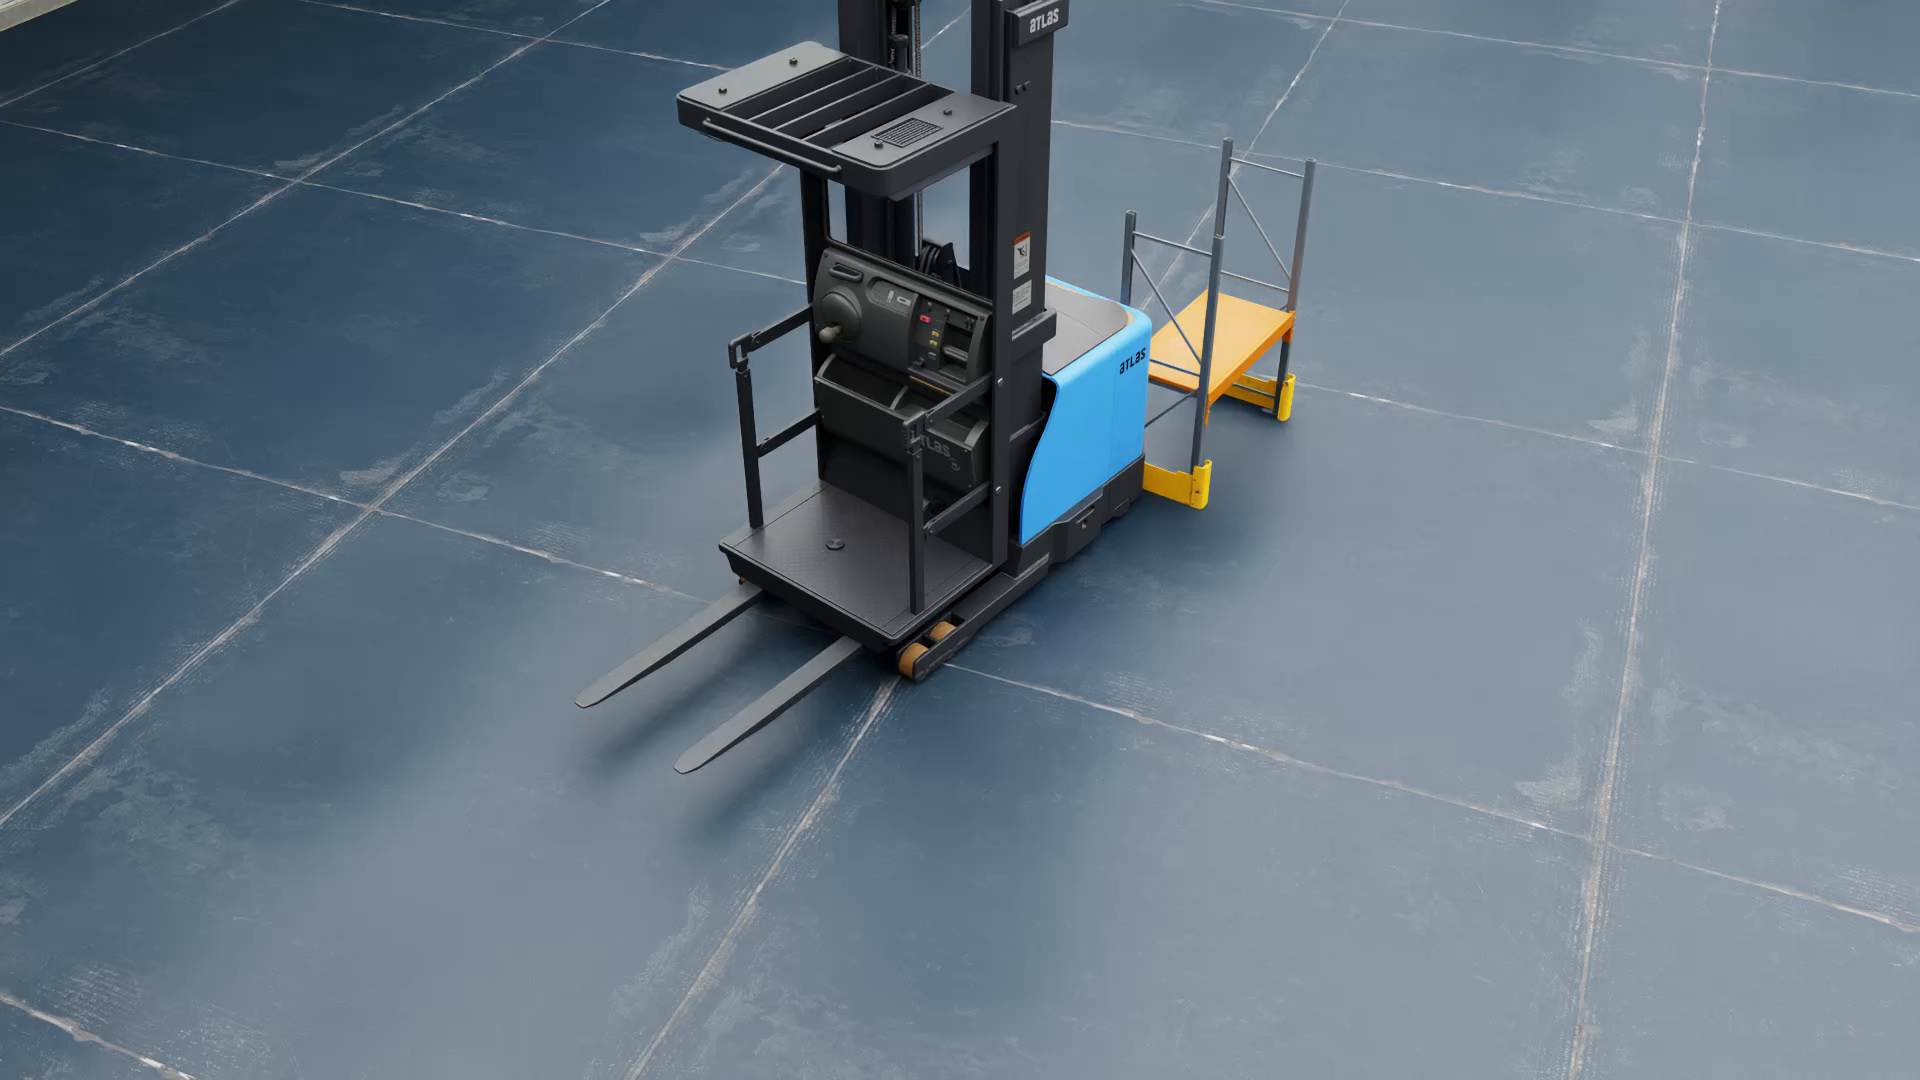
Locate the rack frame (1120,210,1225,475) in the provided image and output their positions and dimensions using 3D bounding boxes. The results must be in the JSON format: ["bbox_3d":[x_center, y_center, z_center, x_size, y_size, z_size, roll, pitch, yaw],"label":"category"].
[{"bbox_3d":[0.994,-0.861,8.150,0.500,1.500,0.032,22,42,26],"label":"rack frame"}]

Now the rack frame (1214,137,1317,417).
[{"bbox_3d":[1.560,-1.367,8.826,0.500,1.500,0.032,22,42,26],"label":"rack frame"}]

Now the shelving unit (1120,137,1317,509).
[{"bbox_3d":[1.282,-1.119,8.494,0.587,1.500,1.083,22,42,26],"label":"shelving unit"}]

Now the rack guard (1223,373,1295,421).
[{"bbox_3d":[1.559,-0.866,9.200,0.587,0.250,0.087,22,42,26],"label":"rack guard"}]

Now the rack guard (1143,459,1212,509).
[{"bbox_3d":[1.005,-0.370,8.537,0.587,0.250,0.087,22,42,26],"label":"rack guard"}]

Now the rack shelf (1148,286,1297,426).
[{"bbox_3d":[1.277,-0.970,8.596,0.538,0.185,1.000,22,42,26],"label":"rack shelf"}]

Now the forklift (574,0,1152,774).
[{"bbox_3d":[-0.397,-0.887,6.989,1.130,2.935,3.031,26,44,31],"label":"forklift"}]
